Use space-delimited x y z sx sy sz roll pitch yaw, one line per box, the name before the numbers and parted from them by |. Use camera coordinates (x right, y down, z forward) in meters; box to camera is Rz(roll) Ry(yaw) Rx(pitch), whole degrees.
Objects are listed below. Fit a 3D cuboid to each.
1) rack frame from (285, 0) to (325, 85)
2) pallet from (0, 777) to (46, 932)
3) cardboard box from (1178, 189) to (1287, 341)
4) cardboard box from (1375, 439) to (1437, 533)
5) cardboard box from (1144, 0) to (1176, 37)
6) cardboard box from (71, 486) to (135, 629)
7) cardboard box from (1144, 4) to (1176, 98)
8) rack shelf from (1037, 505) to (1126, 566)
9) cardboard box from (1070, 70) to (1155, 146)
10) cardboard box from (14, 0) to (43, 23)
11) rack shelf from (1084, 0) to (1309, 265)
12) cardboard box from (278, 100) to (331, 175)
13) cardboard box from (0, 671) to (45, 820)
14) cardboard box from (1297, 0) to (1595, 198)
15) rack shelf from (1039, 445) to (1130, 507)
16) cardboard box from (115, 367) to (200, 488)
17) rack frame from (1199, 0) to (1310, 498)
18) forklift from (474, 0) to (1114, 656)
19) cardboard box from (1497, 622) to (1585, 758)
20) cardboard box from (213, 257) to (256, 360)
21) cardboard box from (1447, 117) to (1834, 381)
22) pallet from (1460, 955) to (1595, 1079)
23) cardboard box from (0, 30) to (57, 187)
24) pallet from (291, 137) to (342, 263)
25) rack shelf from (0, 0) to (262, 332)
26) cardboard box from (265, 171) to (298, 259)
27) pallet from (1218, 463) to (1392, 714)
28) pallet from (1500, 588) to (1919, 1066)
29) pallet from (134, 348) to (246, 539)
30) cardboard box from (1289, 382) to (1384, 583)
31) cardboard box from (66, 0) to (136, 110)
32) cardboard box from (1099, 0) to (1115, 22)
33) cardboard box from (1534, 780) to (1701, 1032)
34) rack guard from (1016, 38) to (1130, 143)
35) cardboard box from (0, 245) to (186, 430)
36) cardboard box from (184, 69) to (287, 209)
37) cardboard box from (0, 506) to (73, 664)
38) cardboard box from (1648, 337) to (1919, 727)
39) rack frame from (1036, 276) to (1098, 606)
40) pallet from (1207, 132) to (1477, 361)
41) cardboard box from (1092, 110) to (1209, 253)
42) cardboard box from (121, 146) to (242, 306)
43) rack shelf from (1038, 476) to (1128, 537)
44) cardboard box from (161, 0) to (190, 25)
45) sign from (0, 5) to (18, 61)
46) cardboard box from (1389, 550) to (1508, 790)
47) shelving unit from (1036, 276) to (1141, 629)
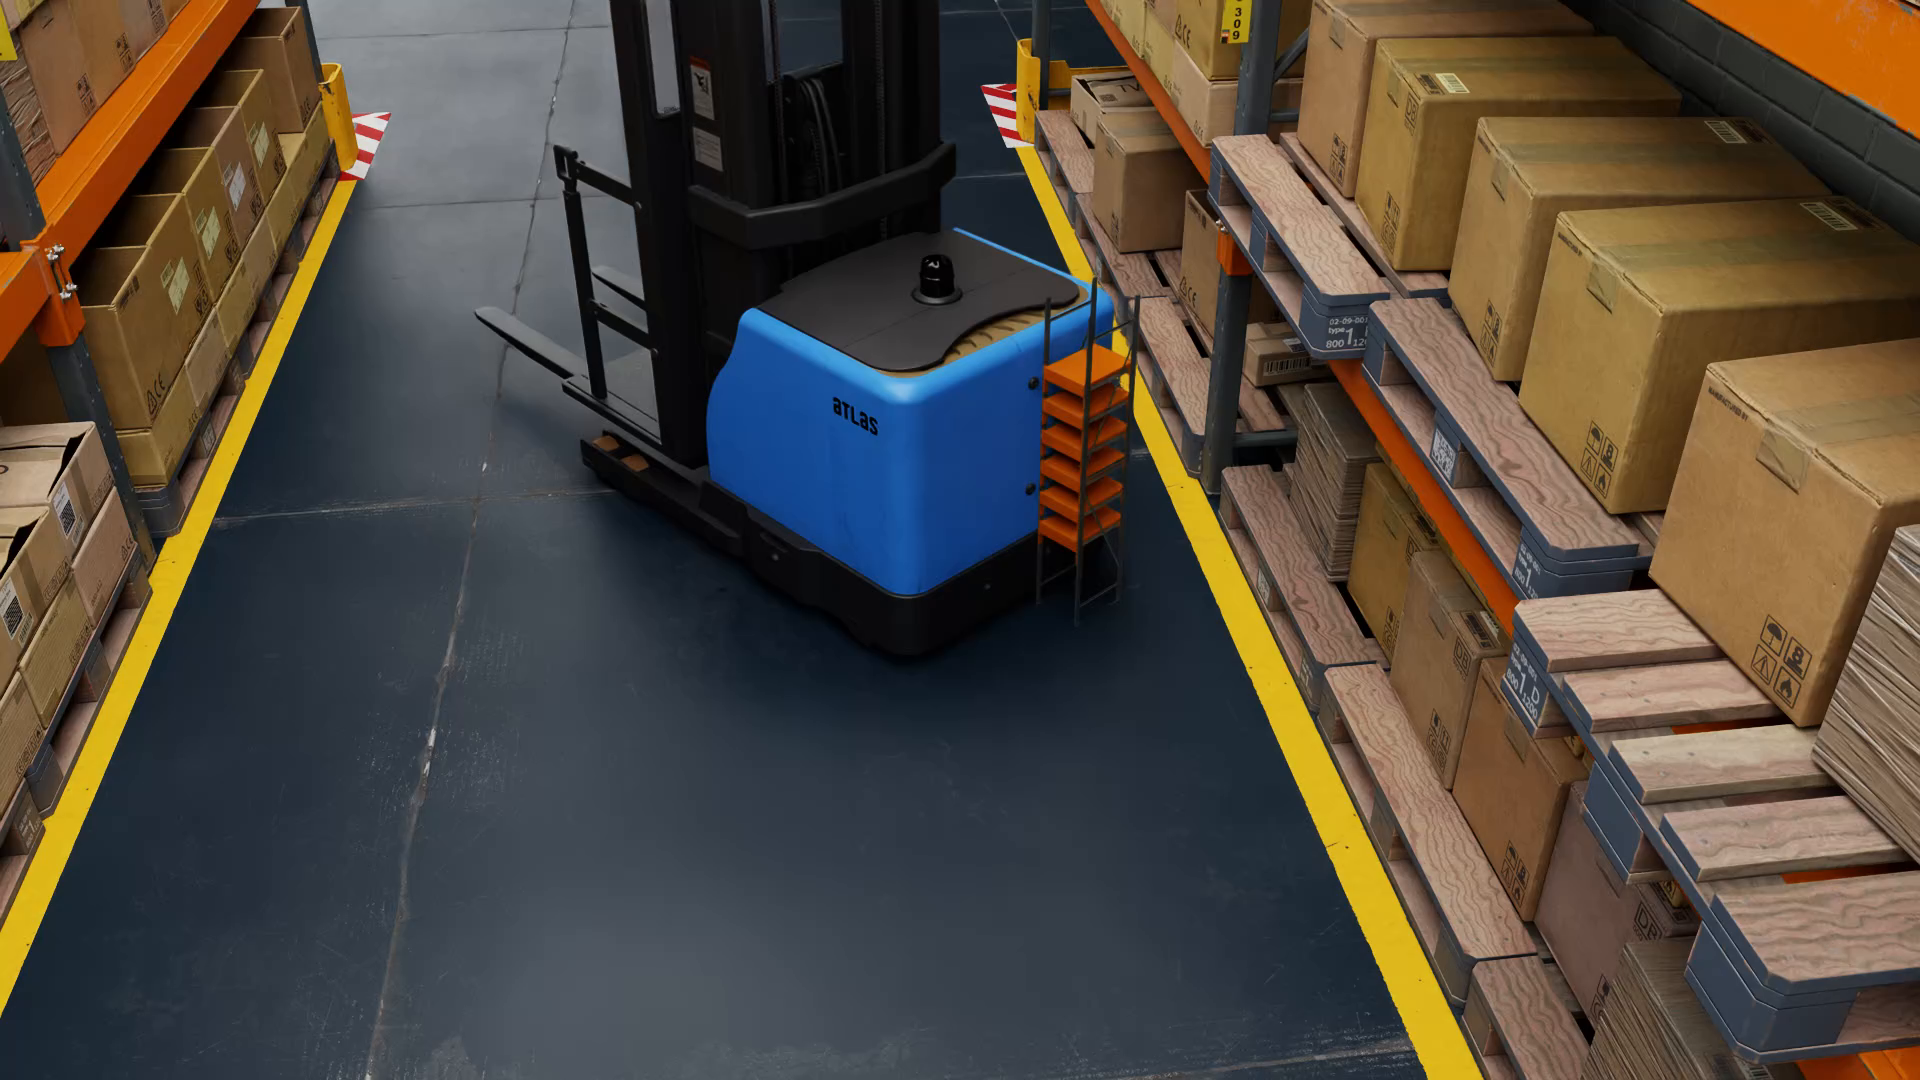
rack frame | -3.993 -3.333 8.477 1.000 3.000 0.127 -4 35 -6
pallet | -3.150 1.142 4.387 1.003 0.211 1.213 -4 35 -6
cardboard box | 1.274 -1.203 7.181 0.500 0.500 0.500 -7 35 -10
cardboard box | 1.631 -0.282 5.163 0.500 0.250 0.500 -5 35 -7
cardboard box | 1.010 -2.253 6.342 0.500 0.500 0.500 -5 35 -7
cardboard box | -3.112 0.071 5.551 0.500 0.250 0.500 -5 35 -7
cardboard box | 1.030 -1.945 6.555 0.500 0.250 0.500 -4 35 -6
rack shelf | 0.420 -0.037 5.744 0.258 0.103 0.180 -29 44 -35
cardboard box | 0.919 -2.388 9.088 0.500 0.311 0.500 -8 35 -12
cardboard box | -3.369 -1.859 5.649 0.380 0.149 0.250 -5 35 -8
rack shelf | 1.184 -2.297 7.596 1.077 0.370 4.000 -4 35 -6
cardboard box | -3.628 -2.093 8.727 0.500 0.250 0.500 -4 35 -6
cardboard box | -2.976 0.639 4.717 0.500 0.250 0.500 -4 34 -5
cardboard box | 1.488 -1.415 5.183 0.700 0.500 0.500 -4 35 -6
rack shelf | 0.420 -0.235 5.609 0.258 0.103 0.180 -29 44 -35
cardboard box | -3.217 -0.420 6.271 0.500 0.250 0.500 -4 35 -6
rack frame | 1.453 -1.478 5.755 1.000 3.000 0.127 -4 35 -6
forklift | -0.852 -1.557 5.933 1.130 2.935 3.031 -29 44 -35
cardboard box | 1.754 0.288 4.327 0.500 0.250 0.500 -5 35 -7
cardboard box | -3.341 -0.979 7.091 0.500 0.250 0.500 -4 35 -6
cardboard box | 1.676 -0.737 4.189 0.700 0.500 0.500 0 34 0
pallet | 1.888 1.470 3.905 1.003 0.211 1.213 -4 35 -6
cardboard box | -3.521 -1.389 5.536 0.700 0.500 0.500 -5 35 -8
pallet | -3.849 -1.757 8.641 1.003 0.211 1.213 -4 35 -6
rack shelf | -3.724 -1.920 7.042 1.077 0.370 4.000 -4 35 -6
cardboard box | -3.480 -1.537 7.910 0.500 0.250 0.500 -4 35 -6
pallet | 1.559 0.108 5.903 1.003 0.211 1.213 -4 35 -6
pallet | 1.790 0.444 3.106 1.213 0.211 1.003 -4 35 -6
pallet | -3.520 -0.396 6.643 1.003 0.211 1.213 -4 35 -6
cardboard box | 1.569 -0.218 5.735 0.700 0.500 0.500 -3 34 -5
cardboard box | -3.662 -1.963 6.379 0.700 0.500 0.500 -4 34 -6
cardboard box | 0.879 -2.505 7.377 0.500 0.250 0.500 -4 34 -6
cardboard box | 1.889 0.911 4.079 0.700 0.500 0.500 -4 35 -6
rack guard | 0.926 -2.635 9.673 1.175 0.500 0.348 -4 35 -6
cardboard box | -3.207 -0.731 6.061 0.500 0.500 0.500 -4 35 -6
cardboard box | -3.477 -1.847 7.699 0.500 0.500 0.500 -4 35 -6
cardboard box | -3.040 0.124 4.975 0.500 0.311 0.500 -3 34 -5
cardboard box | 1.816 -0.041 3.166 0.700 0.500 0.500 -8 35 -11
rack frame | 0.357 -0.309 5.638 0.240 1.200 0.006 -29 44 -35
pallet | 1.412 -0.961 5.168 1.003 0.211 1.213 -4 35 -6
cardboard box | 1.045 -1.735 7.961 0.700 0.500 0.500 -6 35 -9
cardboard box | -3.342 -1.289 6.880 0.500 0.500 0.500 -4 35 -6
rack shelf | 0.420 -0.136 5.676 0.258 0.103 0.180 -29 44 -35
cardboard box | -3.806 -2.543 7.229 0.700 0.500 0.500 -4 34 -6
sign | -2.919 -1.593 4.966 0.100 0.325 0.005 -4 35 -6
cardboard box | 1.717 0.355 4.895 0.700 0.500 0.500 -4 34 -6
shelving unit | 0.420 -0.272 5.584 0.258 1.200 0.189 -29 44 -35
